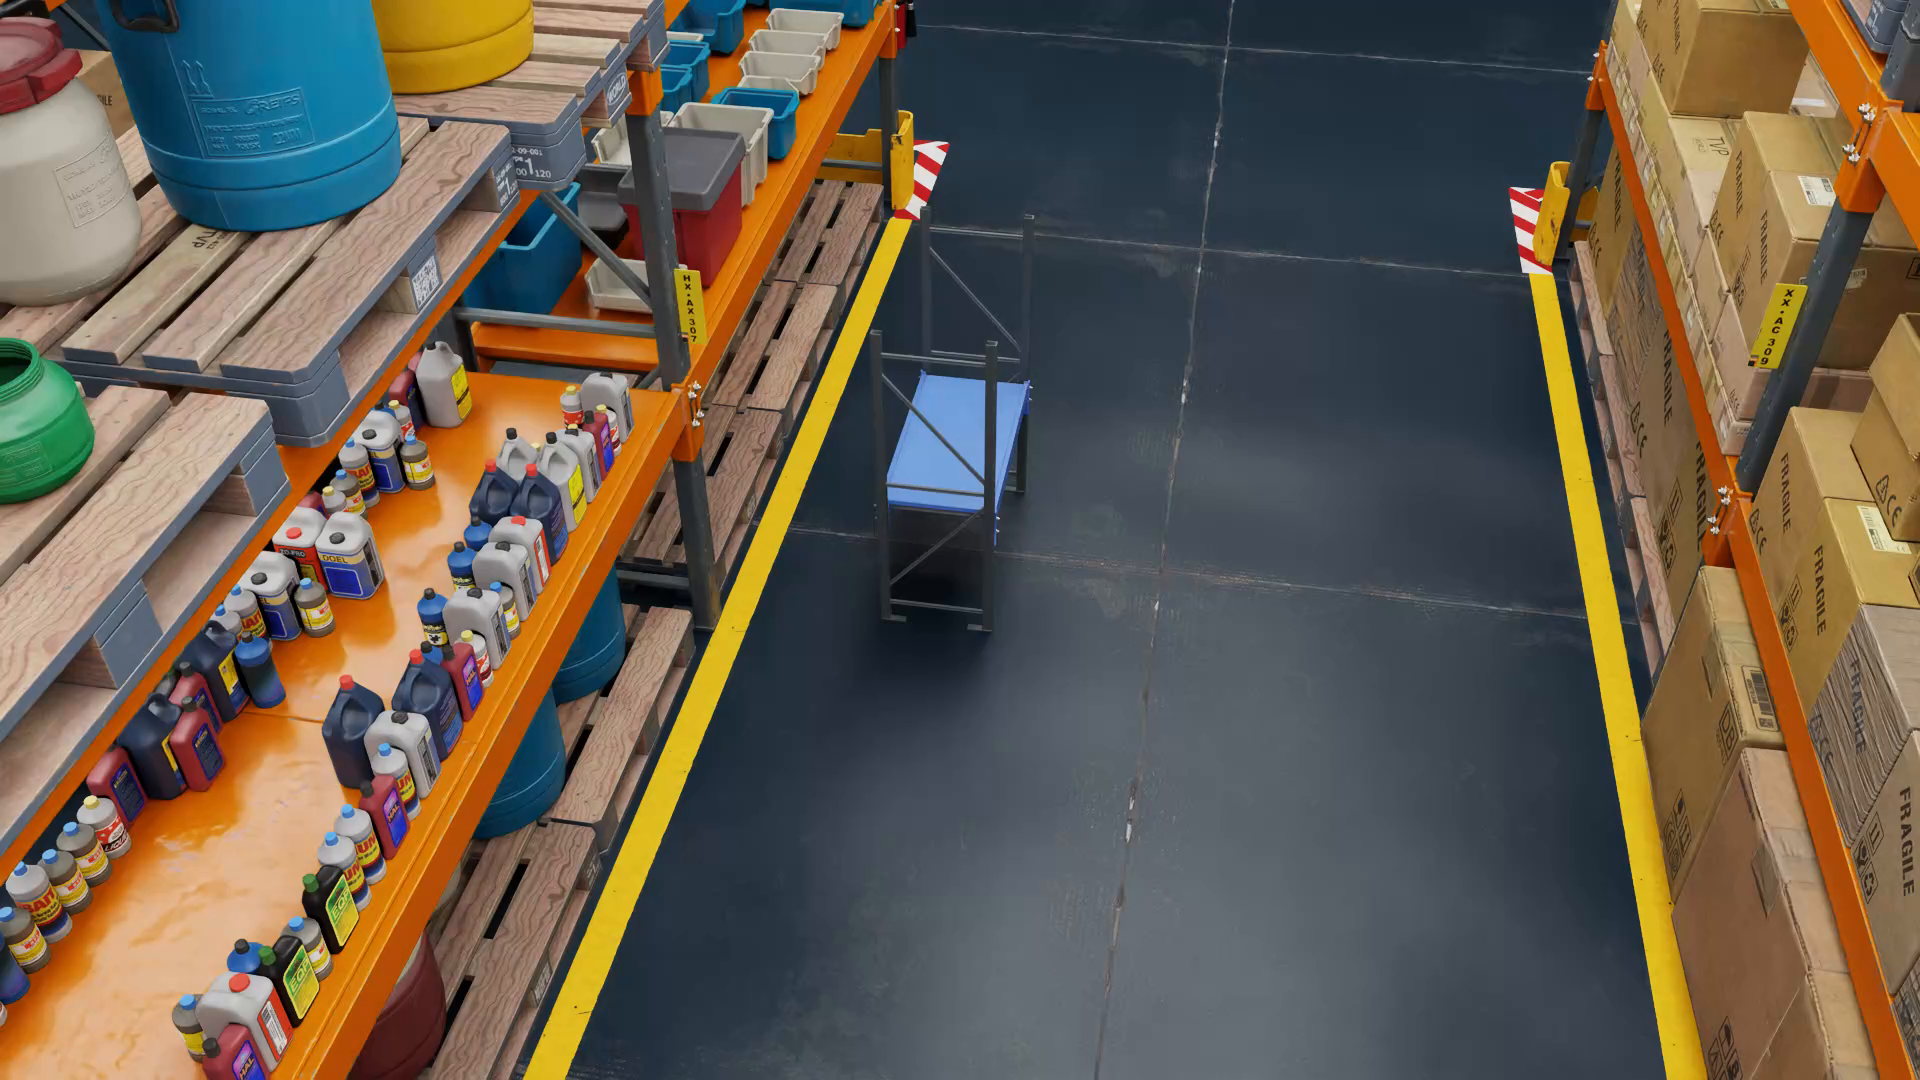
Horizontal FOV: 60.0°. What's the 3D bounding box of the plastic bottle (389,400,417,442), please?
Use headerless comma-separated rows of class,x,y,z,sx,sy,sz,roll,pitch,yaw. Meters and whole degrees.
plastic bottle,-2.077,-0.425,6.163,0.097,0.201,0.097,0,40,0

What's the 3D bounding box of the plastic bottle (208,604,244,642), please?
plastic bottle,-2.288,0.312,5.216,0.097,0.271,0.097,0,40,0

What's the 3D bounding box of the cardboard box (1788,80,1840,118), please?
cardboard box,4.003,-1.893,7.667,0.500,0.250,0.500,5,40,6

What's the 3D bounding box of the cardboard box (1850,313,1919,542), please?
cardboard box,3.207,-0.320,5.015,0.797,0.503,0.637,5,40,7

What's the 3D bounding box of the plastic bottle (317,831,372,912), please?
plastic bottle,-1.677,0.892,4.515,0.097,0.271,0.097,0,40,0

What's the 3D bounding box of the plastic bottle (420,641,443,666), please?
plastic bottle,-1.608,0.418,5.088,0.097,0.271,0.097,0,40,0

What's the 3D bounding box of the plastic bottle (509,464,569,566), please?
plastic bottle,-1.437,-0.095,5.647,0.144,0.351,0.185,6,40,8

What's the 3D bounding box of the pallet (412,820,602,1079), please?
pallet,-1.952,1.479,5.892,1.003,0.211,1.213,6,40,8

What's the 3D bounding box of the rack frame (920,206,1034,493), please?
rack frame,0.073,-0.844,7.690,0.500,1.500,0.032,6,40,8

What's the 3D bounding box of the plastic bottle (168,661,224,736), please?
plastic bottle,-2.298,0.501,4.979,0.061,0.283,0.133,6,40,8

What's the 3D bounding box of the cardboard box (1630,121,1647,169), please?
cardboard box,3.440,-1.879,7.963,0.380,0.149,0.250,6,40,7

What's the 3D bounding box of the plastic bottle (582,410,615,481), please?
plastic bottle,-1.313,-0.365,6.026,0.061,0.283,0.133,6,40,8

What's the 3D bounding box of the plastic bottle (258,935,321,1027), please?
plastic bottle,-1.719,1.107,4.246,0.061,0.283,0.133,6,40,8

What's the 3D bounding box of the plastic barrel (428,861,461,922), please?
plastic barrel,-1.988,1.082,5.807,0.421,0.512,0.421,0,40,0

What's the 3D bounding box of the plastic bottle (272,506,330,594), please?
plastic bottle,-2.184,0.034,5.549,0.152,0.276,0.135,6,40,8

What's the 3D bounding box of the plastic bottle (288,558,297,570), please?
plastic bottle,-2.231,0.133,5.488,0.097,0.201,0.097,0,40,0

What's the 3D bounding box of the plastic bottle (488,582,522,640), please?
plastic bottle,-1.485,0.222,5.380,0.097,0.201,0.097,0,40,0

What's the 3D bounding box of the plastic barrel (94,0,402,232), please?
plastic barrel,-1.713,-1.266,3.947,0.600,0.901,0.708,6,40,8

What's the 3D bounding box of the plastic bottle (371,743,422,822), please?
plastic bottle,-1.620,0.686,4.764,0.097,0.271,0.097,0,40,0

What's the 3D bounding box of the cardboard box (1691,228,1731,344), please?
cardboard box,3.215,-0.985,6.568,0.500,0.250,0.500,8,40,9

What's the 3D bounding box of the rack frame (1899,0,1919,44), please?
rack frame,3.310,-2.609,3.940,1.000,3.000,0.127,6,40,8

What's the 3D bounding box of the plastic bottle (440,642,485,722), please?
plastic bottle,-1.527,0.411,5.088,0.061,0.283,0.133,6,40,8

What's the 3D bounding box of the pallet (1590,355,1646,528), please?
pallet,3.727,-0.459,8.236,1.003,0.211,1.213,6,40,8

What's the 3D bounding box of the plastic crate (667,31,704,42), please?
plastic crate,-1.498,-2.538,8.723,0.250,0.136,0.298,6,40,8

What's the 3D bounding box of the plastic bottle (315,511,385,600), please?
plastic bottle,-2.034,0.051,5.528,0.152,0.276,0.135,6,40,8

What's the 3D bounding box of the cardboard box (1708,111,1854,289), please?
cardboard box,3.217,-1.275,6.330,0.500,0.500,0.500,7,40,8

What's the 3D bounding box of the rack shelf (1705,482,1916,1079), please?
rack shelf,2.964,1.235,4.563,1.077,0.370,4.000,6,40,8

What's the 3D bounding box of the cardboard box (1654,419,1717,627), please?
cardboard box,3.503,-0.045,6.886,0.875,0.875,0.875,6,40,8

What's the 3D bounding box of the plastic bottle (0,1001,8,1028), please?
plastic bottle,-2.516,1.167,4.238,0.097,0.201,0.097,0,40,0

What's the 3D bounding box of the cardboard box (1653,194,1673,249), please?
cardboard box,3.307,-1.394,7.376,0.380,0.149,0.250,7,40,8

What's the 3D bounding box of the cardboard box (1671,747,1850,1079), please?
cardboard box,3.065,1.325,5.228,1.225,0.875,0.875,5,40,6

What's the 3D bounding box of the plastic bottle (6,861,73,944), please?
plastic bottle,-2.466,0.956,4.437,0.097,0.271,0.097,0,40,0

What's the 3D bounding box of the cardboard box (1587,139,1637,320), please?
cardboard box,3.970,-1.740,8.935,0.875,0.875,0.875,6,40,8

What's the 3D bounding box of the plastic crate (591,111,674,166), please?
plastic crate,-1.563,-1.891,7.939,0.293,0.136,0.466,6,40,8

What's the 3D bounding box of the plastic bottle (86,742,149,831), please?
plastic bottle,-2.413,0.694,4.745,0.061,0.283,0.133,6,40,8

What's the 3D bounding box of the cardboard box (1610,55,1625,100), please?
cardboard box,3.573,-2.363,8.548,0.380,0.149,0.250,6,40,7

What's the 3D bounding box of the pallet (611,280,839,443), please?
pallet,-1.271,-1.002,8.893,1.003,0.211,1.213,6,40,8

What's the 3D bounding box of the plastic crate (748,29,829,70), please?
plastic crate,-0.903,-2.563,8.753,0.396,0.136,0.243,6,40,8

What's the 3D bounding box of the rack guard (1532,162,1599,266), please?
rack guard,4.006,-1.859,9.703,1.175,0.500,0.348,6,40,8

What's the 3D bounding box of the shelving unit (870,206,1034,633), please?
shelving unit,-0.015,-0.524,7.304,0.538,1.500,1.048,6,40,8

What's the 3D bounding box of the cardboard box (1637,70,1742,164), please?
cardboard box,3.479,-1.951,7.737,0.500,0.250,0.500,5,40,6

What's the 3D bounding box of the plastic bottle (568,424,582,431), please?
plastic bottle,-1.394,-0.331,6.049,0.097,0.201,0.097,0,40,0

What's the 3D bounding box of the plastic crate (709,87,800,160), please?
plastic crate,-0.979,-1.995,7.990,0.416,0.233,0.300,6,40,8

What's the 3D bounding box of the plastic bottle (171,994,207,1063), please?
plastic bottle,-1.913,1.215,4.179,0.097,0.201,0.097,0,40,0

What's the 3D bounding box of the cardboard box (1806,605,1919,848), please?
cardboard box,2.811,0.555,4.743,0.500,0.500,0.500,6,40,7

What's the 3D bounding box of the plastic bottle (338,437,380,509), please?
plastic bottle,-2.134,-0.246,5.891,0.097,0.271,0.097,0,40,0

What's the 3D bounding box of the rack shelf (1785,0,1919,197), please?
rack shelf,3.656,-2.431,6.644,1.077,0.370,4.000,6,40,8

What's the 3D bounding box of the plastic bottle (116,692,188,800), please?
plastic bottle,-2.344,0.573,4.839,0.144,0.351,0.185,6,40,8

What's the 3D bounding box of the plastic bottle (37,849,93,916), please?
plastic bottle,-2.449,0.922,4.533,0.097,0.201,0.097,0,40,0

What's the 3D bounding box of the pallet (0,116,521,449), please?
pallet,-1.801,-0.712,4.148,1.003,0.211,1.213,6,40,8

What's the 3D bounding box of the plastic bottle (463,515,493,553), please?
plastic bottle,-1.595,0.033,5.554,0.097,0.271,0.097,0,40,0

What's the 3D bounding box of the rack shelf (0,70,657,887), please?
rack shelf,-1.914,-0.467,4.268,1.077,0.370,4.000,6,40,8

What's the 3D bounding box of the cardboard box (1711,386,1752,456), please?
cardboard box,3.040,-0.428,6.207,0.380,0.149,0.250,7,40,8

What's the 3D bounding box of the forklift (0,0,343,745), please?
forklift,-3.839,-0.522,6.178,1.130,2.935,3.031,11,41,13

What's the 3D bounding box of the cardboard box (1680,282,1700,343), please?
cardboard box,3.173,-0.912,6.793,0.380,0.149,0.250,7,40,9

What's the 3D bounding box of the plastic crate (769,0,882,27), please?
plastic crate,-0.750,-3.160,9.239,0.616,0.435,0.499,6,40,8

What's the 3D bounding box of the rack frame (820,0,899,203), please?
rack frame,-0.876,-3.354,9.549,1.000,3.000,0.127,6,40,8

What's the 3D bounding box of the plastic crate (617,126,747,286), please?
plastic crate,-1.167,-1.424,7.117,0.402,0.464,0.583,6,40,8
